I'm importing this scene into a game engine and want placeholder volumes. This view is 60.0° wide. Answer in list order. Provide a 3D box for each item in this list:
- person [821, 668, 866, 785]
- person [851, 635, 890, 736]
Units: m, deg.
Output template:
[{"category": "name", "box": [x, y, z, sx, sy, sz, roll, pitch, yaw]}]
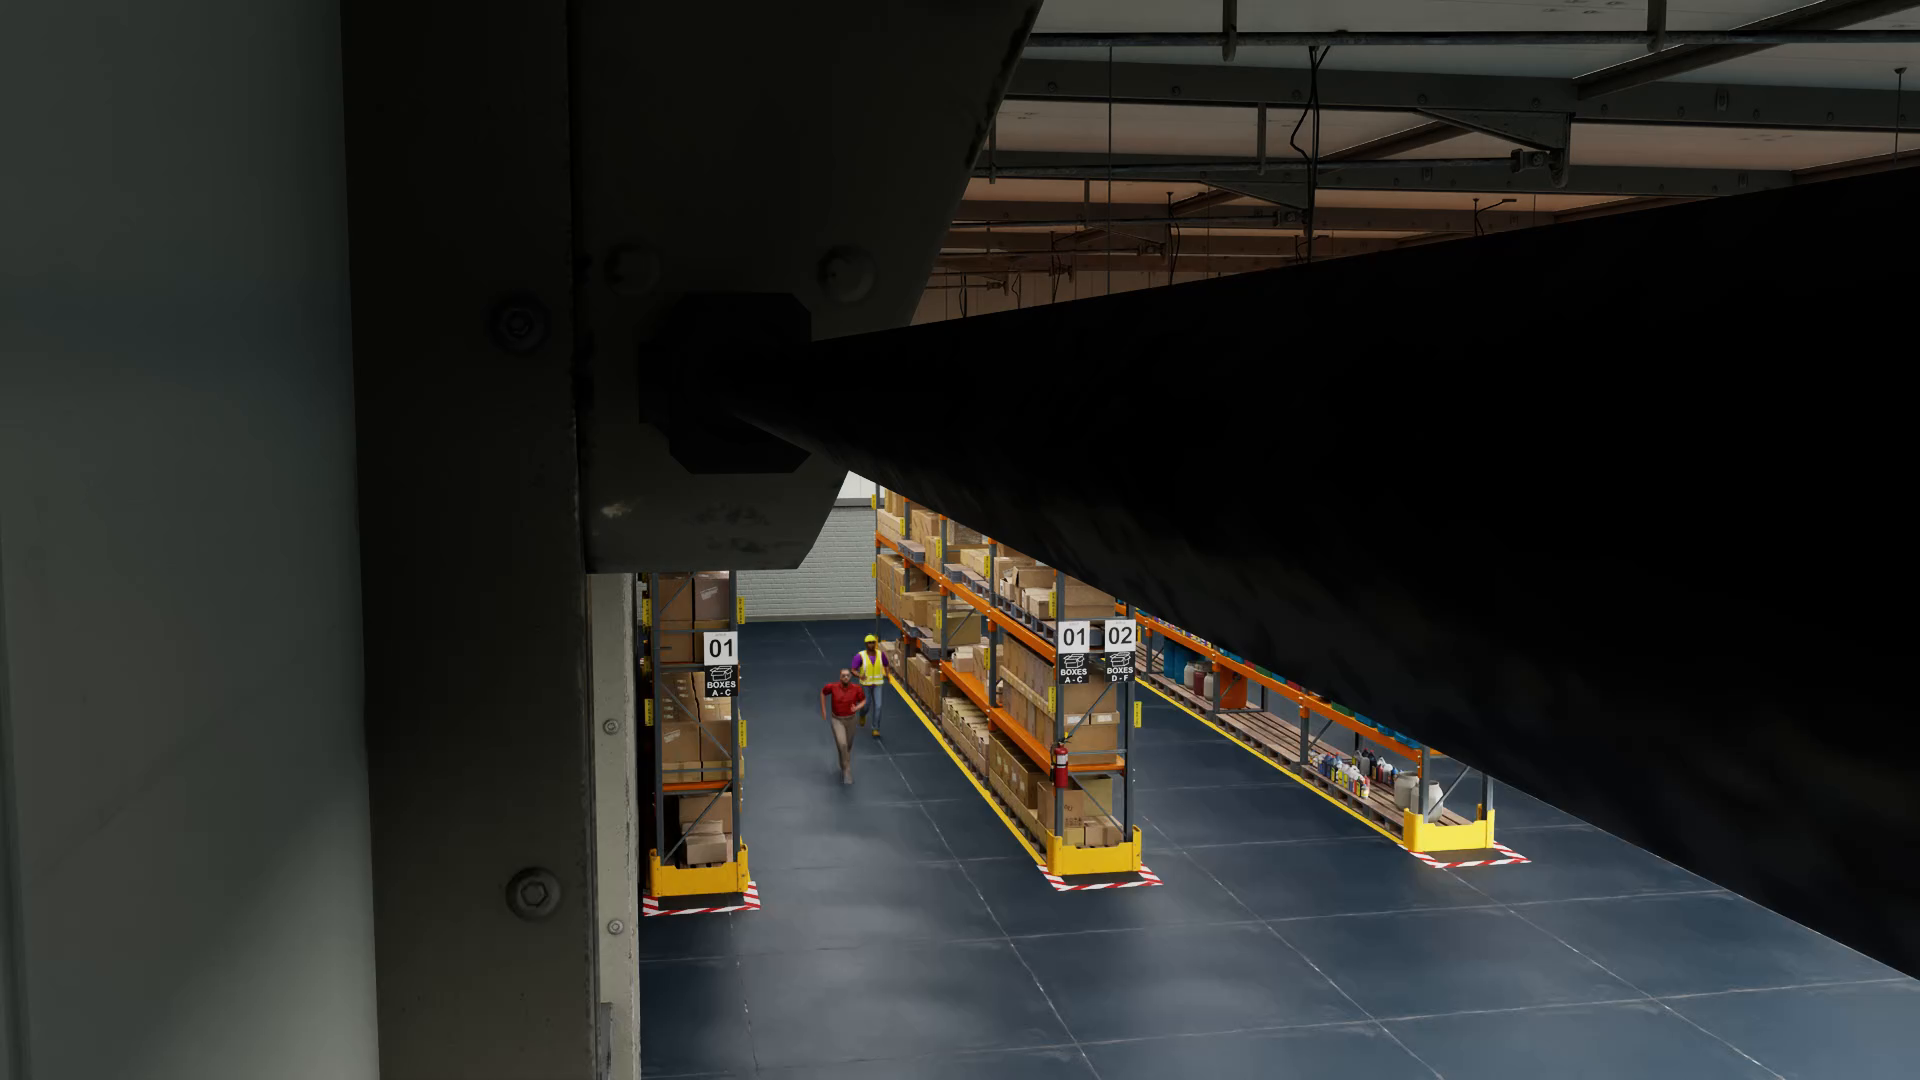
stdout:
[{"category": "person", "box": [-1.795, 2.841, 25.769, 0.687, 1.762, 1.010, -1, 6, -14]}, {"category": "person", "box": [-1.538, 2.510, 28.883, 0.714, 1.733, 0.791, -2, 6, -15]}]
